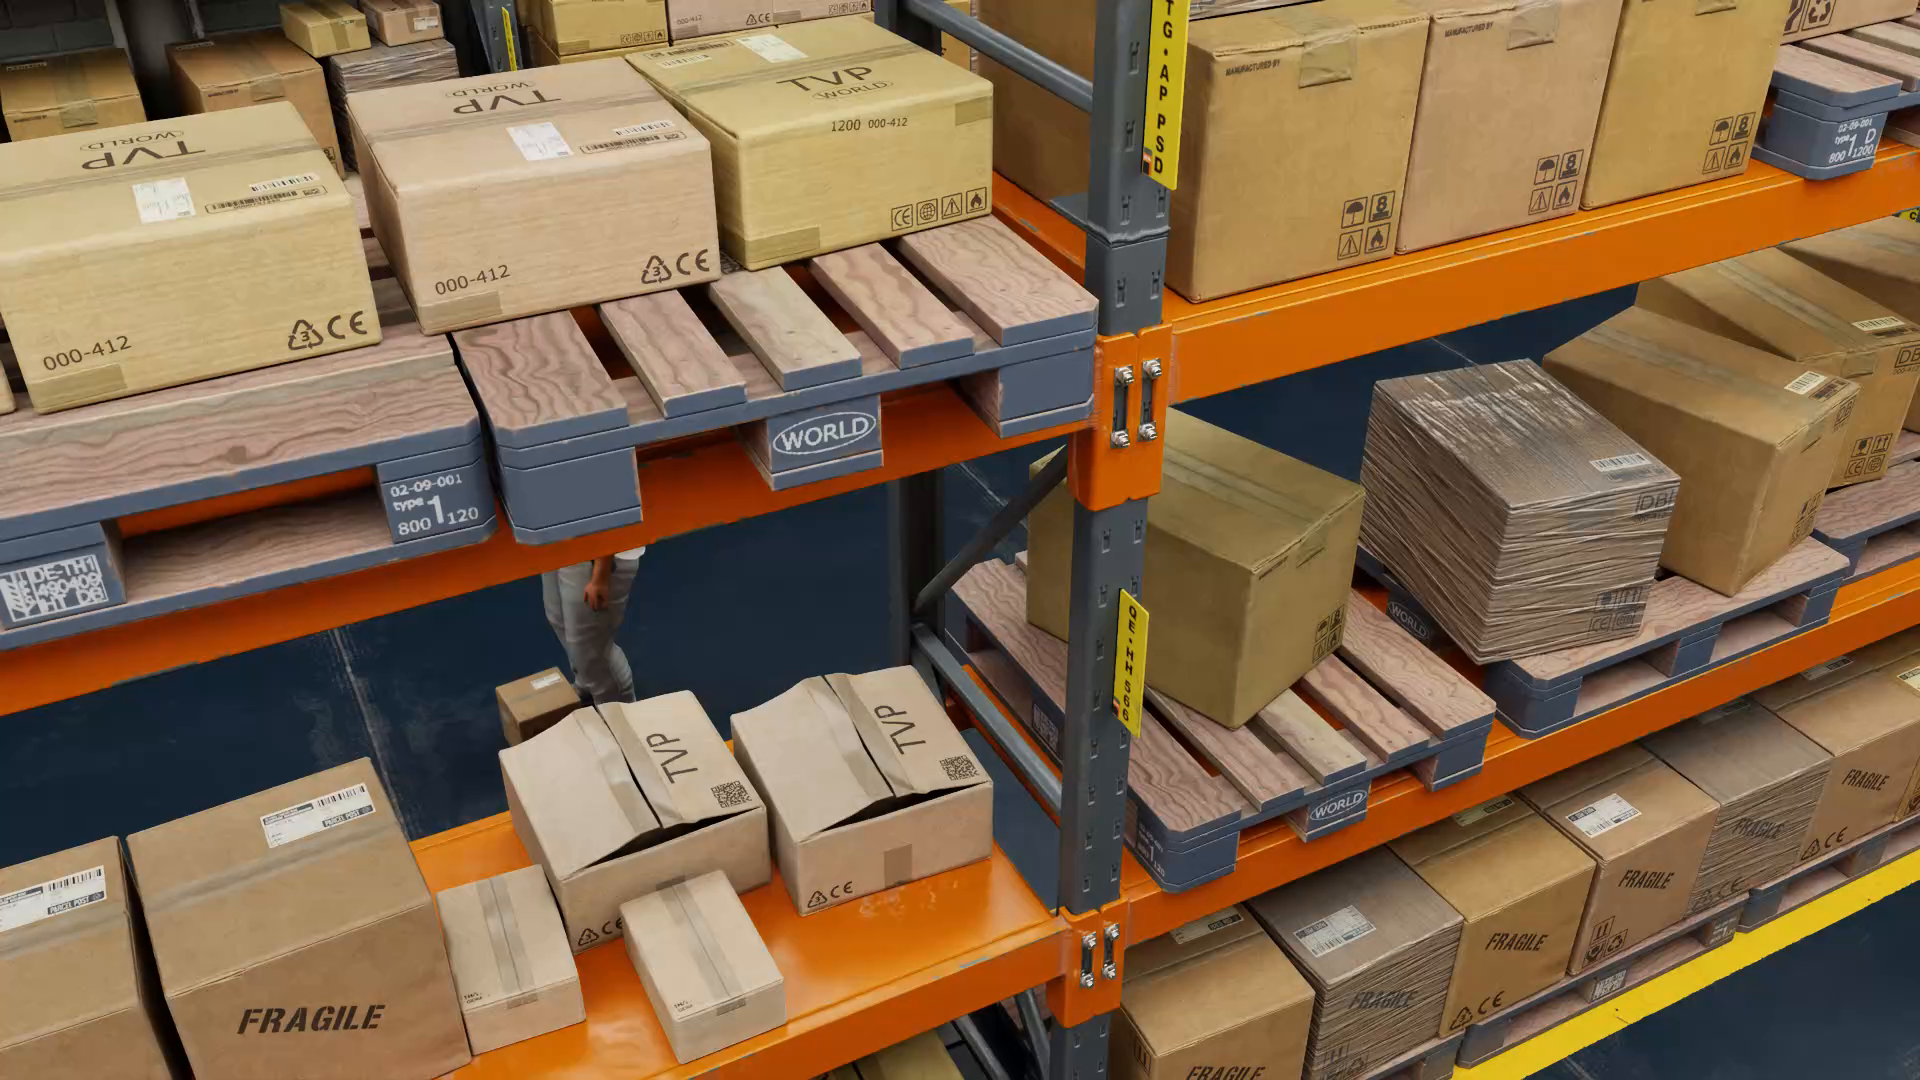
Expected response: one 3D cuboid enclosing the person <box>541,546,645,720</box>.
[{"bbox_3d":[-1.411,0.040,6.074,0.470,1.664,0.549,-18,37,-25],"label":"person"}]
